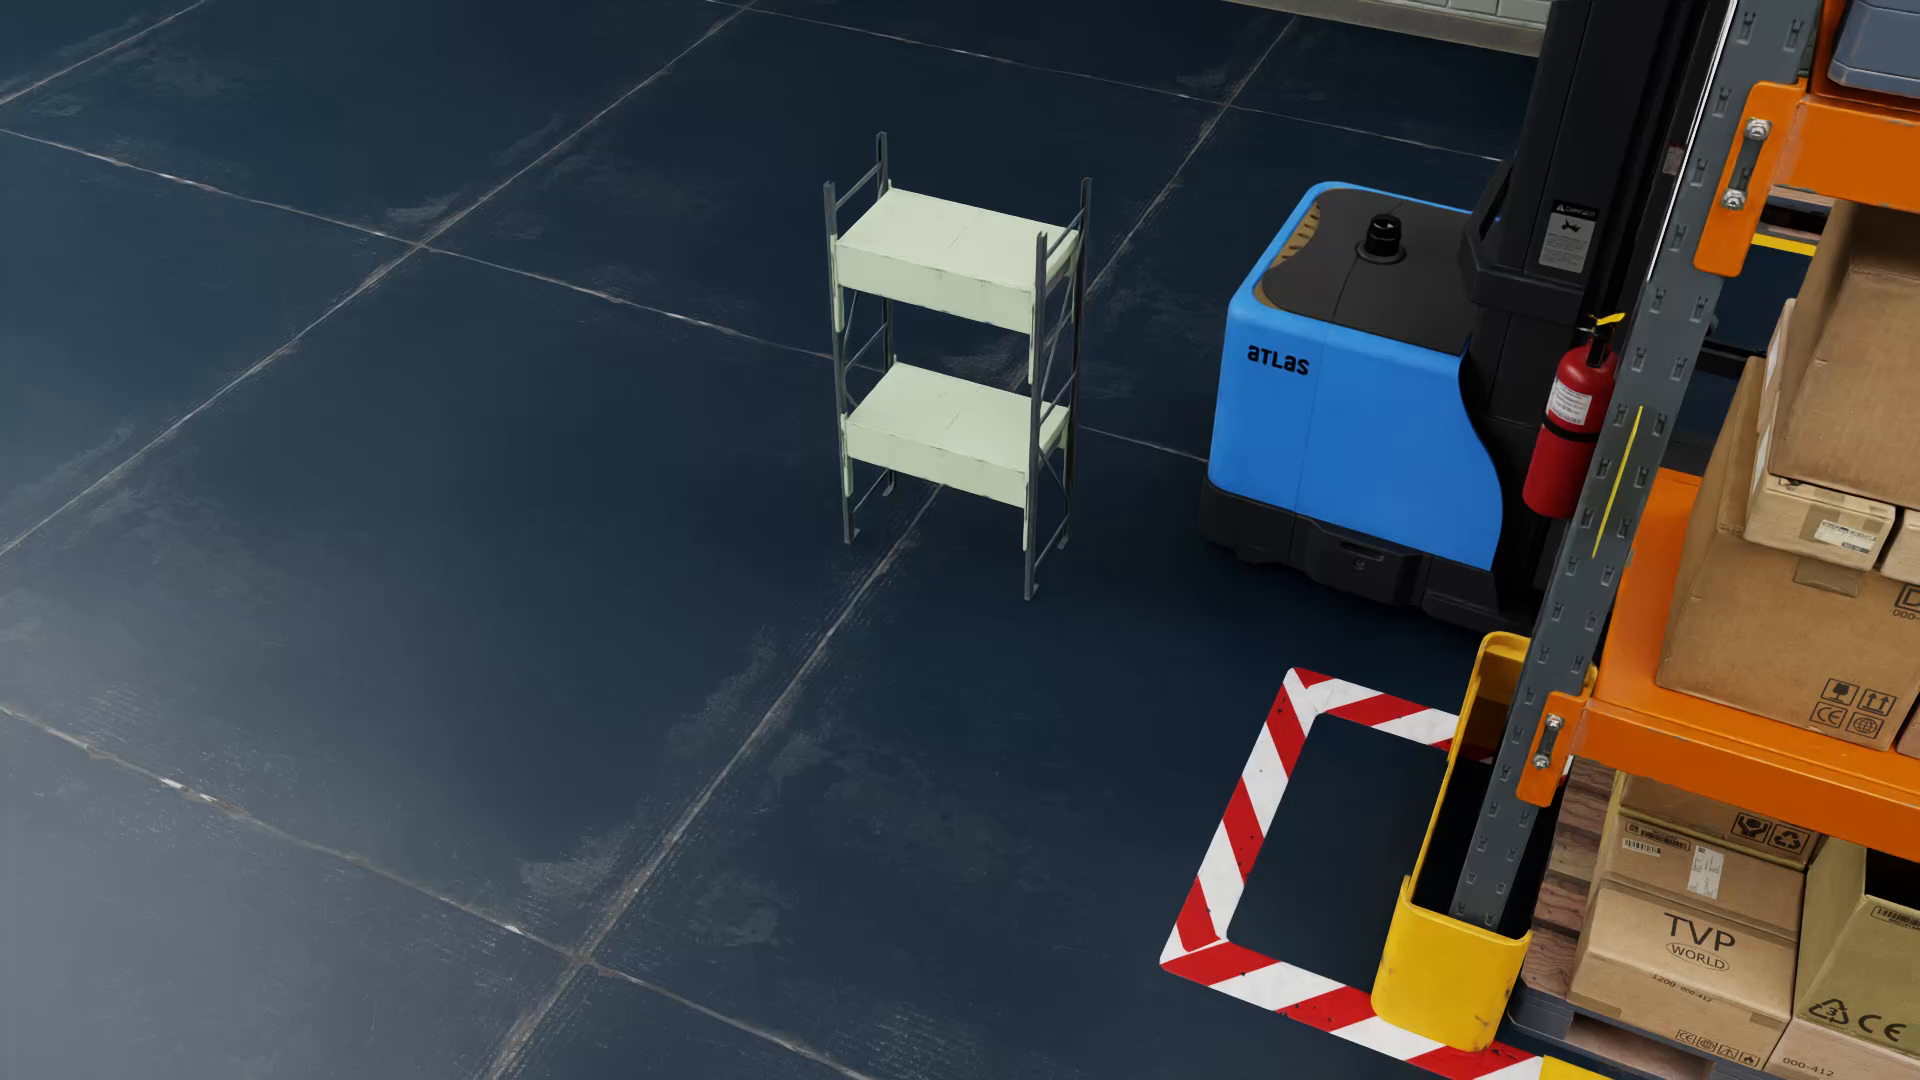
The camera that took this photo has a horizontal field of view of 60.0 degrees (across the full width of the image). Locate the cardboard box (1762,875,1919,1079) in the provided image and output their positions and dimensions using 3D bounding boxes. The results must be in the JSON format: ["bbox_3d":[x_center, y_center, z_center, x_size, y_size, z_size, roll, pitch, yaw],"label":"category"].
[{"bbox_3d":[2.418,1.212,4.341,0.500,0.250,0.500,17,44,19],"label":"cardboard box"}]

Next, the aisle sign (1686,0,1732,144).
[{"bbox_3d":[1.636,-1.260,3.429,0.004,0.787,0.394,17,44,19],"label":"aisle sign"}]

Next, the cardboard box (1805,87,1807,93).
[{"bbox_3d":[4.251,-1.932,7.906,0.500,0.311,0.500,12,42,14],"label":"cardboard box"}]

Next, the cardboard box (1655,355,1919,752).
[{"bbox_3d":[1.989,0.014,3.868,0.500,0.500,0.700,17,44,19],"label":"cardboard box"}]

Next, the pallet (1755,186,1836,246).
[{"bbox_3d":[4.453,-1.706,8.057,1.213,0.211,1.003,17,44,19],"label":"pallet"}]

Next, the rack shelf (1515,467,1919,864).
[{"bbox_3d":[3.384,0.740,3.655,4.000,0.370,1.077,17,44,19],"label":"rack shelf"}]

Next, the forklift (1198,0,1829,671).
[{"bbox_3d":[2.437,-0.929,5.084,3.031,2.935,1.130,18,44,20],"label":"forklift"}]

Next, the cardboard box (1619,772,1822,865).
[{"bbox_3d":[2.183,0.483,4.608,0.500,0.500,0.500,17,44,19],"label":"cardboard box"}]

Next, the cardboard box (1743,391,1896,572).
[{"bbox_3d":[1.836,-0.132,3.540,0.250,0.149,0.380,17,44,18],"label":"cardboard box"}]

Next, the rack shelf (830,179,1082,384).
[{"bbox_3d":[-0.006,-0.863,5.505,0.720,0.370,0.431,17,44,19],"label":"rack shelf"}]

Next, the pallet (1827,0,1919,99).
[{"bbox_3d":[2.201,-0.974,2.861,1.213,0.211,1.003,17,44,19],"label":"pallet"}]

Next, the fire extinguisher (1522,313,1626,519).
[{"bbox_3d":[1.661,-0.365,4.440,0.183,0.674,0.296,17,44,19],"label":"fire extinguisher"}]

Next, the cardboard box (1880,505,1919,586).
[{"bbox_3d":[2.076,-0.060,3.458,0.250,0.149,0.380,16,43,18],"label":"cardboard box"}]

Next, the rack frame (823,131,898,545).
[{"bbox_3d":[-0.338,-0.670,5.878,0.023,1.500,0.400,17,44,19],"label":"rack frame"}]

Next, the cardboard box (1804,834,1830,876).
[{"bbox_3d":[2.640,0.899,4.701,0.500,0.250,0.500,17,44,19],"label":"cardboard box"}]

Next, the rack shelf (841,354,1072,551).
[{"bbox_3d":[-0.006,-0.322,5.974,0.720,0.370,0.431,17,44,19],"label":"rack shelf"}]

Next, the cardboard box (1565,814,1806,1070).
[{"bbox_3d":[1.963,1.075,4.498,0.500,0.250,0.500,17,44,19],"label":"cardboard box"}]

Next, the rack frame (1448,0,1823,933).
[{"bbox_3d":[1.571,-0.085,4.058,0.127,3.000,1.000,17,44,19],"label":"rack frame"}]

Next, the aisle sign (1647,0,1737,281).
[{"bbox_3d":[1.382,-0.904,3.018,0.004,0.787,0.394,17,44,19],"label":"aisle sign"}]

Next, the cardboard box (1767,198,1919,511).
[{"bbox_3d":[2.037,-0.462,3.426,0.500,0.500,0.700,17,44,19],"label":"cardboard box"}]

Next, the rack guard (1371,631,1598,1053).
[{"bbox_3d":[1.550,0.853,4.885,0.348,0.500,1.175,17,44,19],"label":"rack guard"}]

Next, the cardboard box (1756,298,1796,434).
[{"bbox_3d":[1.998,-0.376,3.822,0.250,0.149,0.380,16,44,18],"label":"cardboard box"}]

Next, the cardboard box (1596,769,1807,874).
[{"bbox_3d":[2.182,0.768,4.852,0.500,0.250,0.500,17,44,19],"label":"cardboard box"}]

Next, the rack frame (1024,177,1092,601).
[{"bbox_3d":[0.326,-0.467,5.644,0.023,1.500,0.400,17,44,19],"label":"rack frame"}]

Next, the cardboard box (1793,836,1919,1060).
[{"bbox_3d":[2.417,0.929,4.094,0.500,0.500,0.500,17,44,19],"label":"cardboard box"}]

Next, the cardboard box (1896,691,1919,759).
[{"bbox_3d":[2.467,0.156,3.703,0.500,0.500,0.700,18,44,20],"label":"cardboard box"}]

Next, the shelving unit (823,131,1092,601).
[{"bbox_3d":[-0.006,-0.569,5.761,0.755,1.500,0.431,17,44,19],"label":"shelving unit"}]

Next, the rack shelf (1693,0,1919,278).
[{"bbox_3d":[3.384,-0.393,2.673,4.000,0.370,1.077,17,44,19],"label":"rack shelf"}]

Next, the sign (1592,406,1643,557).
[{"bbox_3d":[1.331,-0.115,3.371,0.005,0.325,0.100,17,44,19],"label":"sign"}]

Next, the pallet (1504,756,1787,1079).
[{"bbox_3d":[2.282,1.155,4.756,1.213,0.211,1.003,17,44,19],"label":"pallet"}]
